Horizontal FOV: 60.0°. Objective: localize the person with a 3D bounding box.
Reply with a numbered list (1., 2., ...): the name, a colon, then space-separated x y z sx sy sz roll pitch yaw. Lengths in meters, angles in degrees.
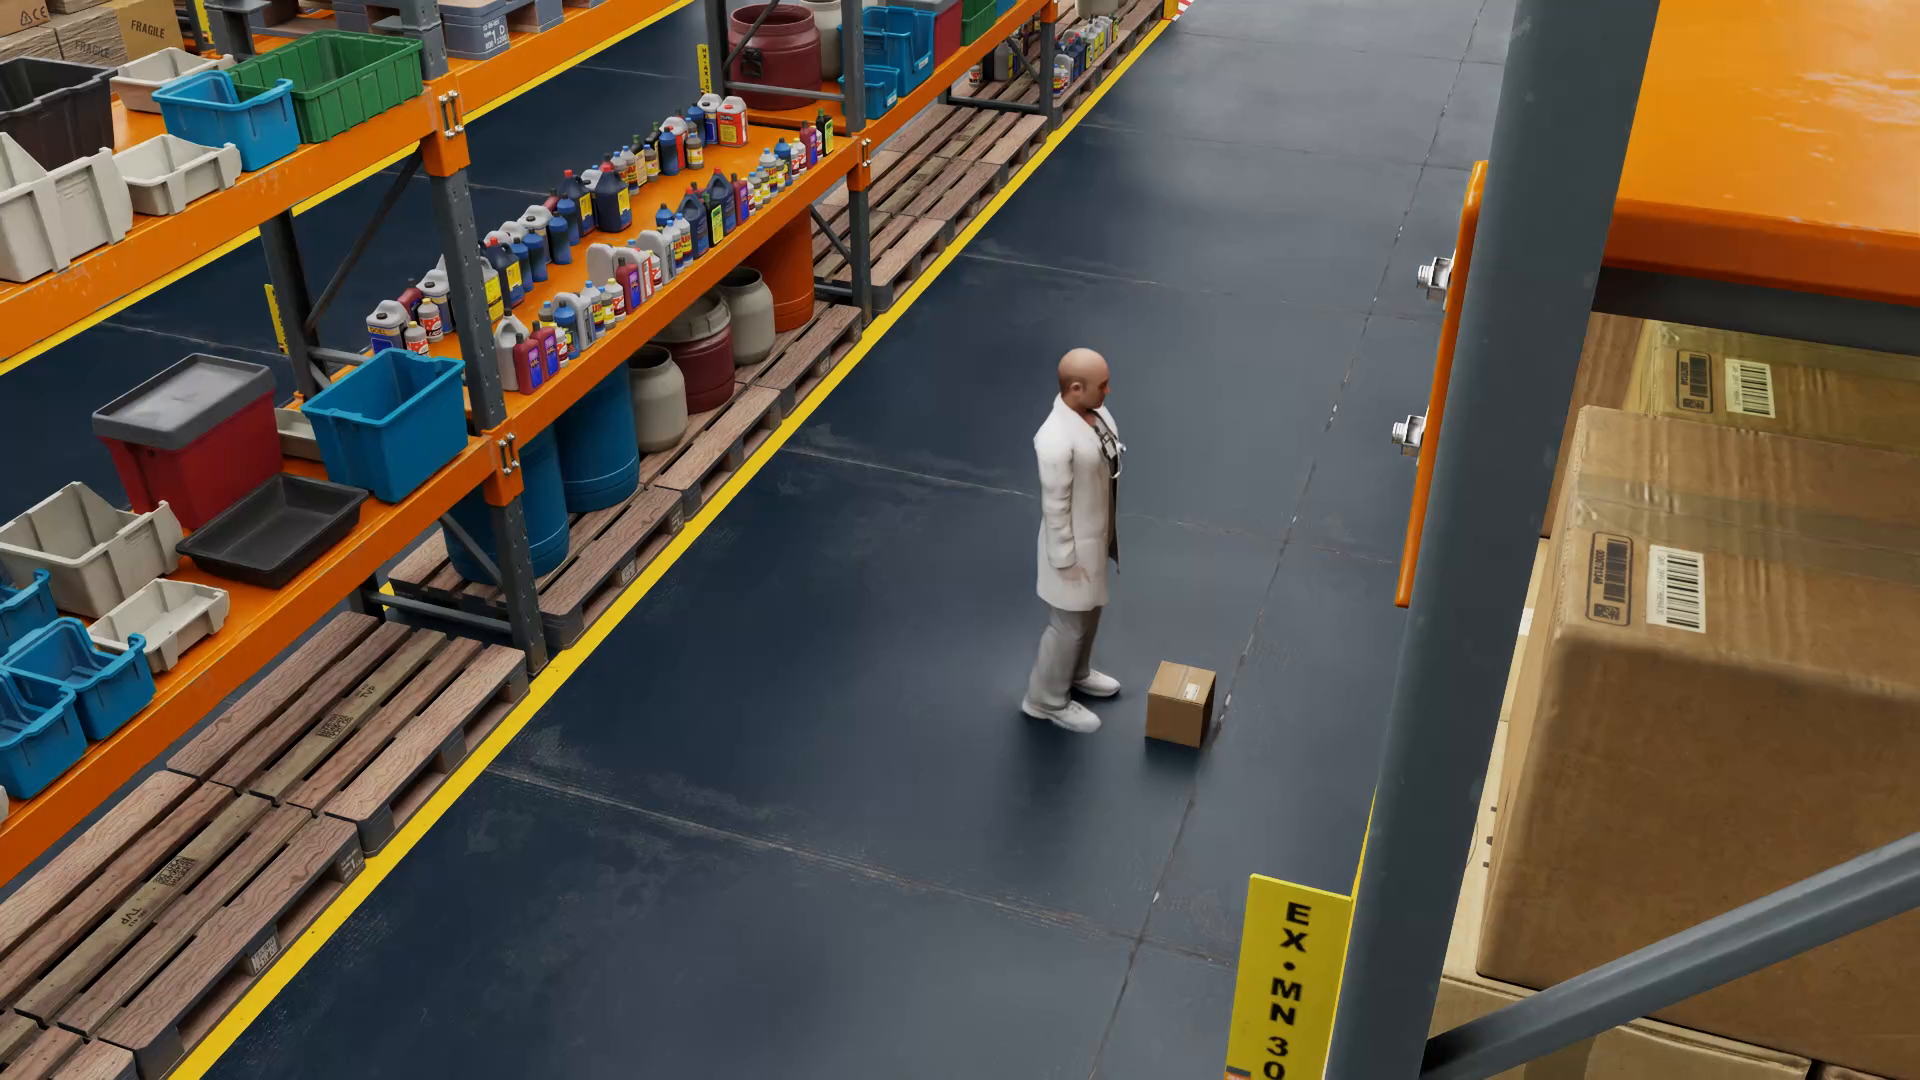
1. person: 0.519 -0.008 7.179 0.383 1.783 0.562 12 35 18
